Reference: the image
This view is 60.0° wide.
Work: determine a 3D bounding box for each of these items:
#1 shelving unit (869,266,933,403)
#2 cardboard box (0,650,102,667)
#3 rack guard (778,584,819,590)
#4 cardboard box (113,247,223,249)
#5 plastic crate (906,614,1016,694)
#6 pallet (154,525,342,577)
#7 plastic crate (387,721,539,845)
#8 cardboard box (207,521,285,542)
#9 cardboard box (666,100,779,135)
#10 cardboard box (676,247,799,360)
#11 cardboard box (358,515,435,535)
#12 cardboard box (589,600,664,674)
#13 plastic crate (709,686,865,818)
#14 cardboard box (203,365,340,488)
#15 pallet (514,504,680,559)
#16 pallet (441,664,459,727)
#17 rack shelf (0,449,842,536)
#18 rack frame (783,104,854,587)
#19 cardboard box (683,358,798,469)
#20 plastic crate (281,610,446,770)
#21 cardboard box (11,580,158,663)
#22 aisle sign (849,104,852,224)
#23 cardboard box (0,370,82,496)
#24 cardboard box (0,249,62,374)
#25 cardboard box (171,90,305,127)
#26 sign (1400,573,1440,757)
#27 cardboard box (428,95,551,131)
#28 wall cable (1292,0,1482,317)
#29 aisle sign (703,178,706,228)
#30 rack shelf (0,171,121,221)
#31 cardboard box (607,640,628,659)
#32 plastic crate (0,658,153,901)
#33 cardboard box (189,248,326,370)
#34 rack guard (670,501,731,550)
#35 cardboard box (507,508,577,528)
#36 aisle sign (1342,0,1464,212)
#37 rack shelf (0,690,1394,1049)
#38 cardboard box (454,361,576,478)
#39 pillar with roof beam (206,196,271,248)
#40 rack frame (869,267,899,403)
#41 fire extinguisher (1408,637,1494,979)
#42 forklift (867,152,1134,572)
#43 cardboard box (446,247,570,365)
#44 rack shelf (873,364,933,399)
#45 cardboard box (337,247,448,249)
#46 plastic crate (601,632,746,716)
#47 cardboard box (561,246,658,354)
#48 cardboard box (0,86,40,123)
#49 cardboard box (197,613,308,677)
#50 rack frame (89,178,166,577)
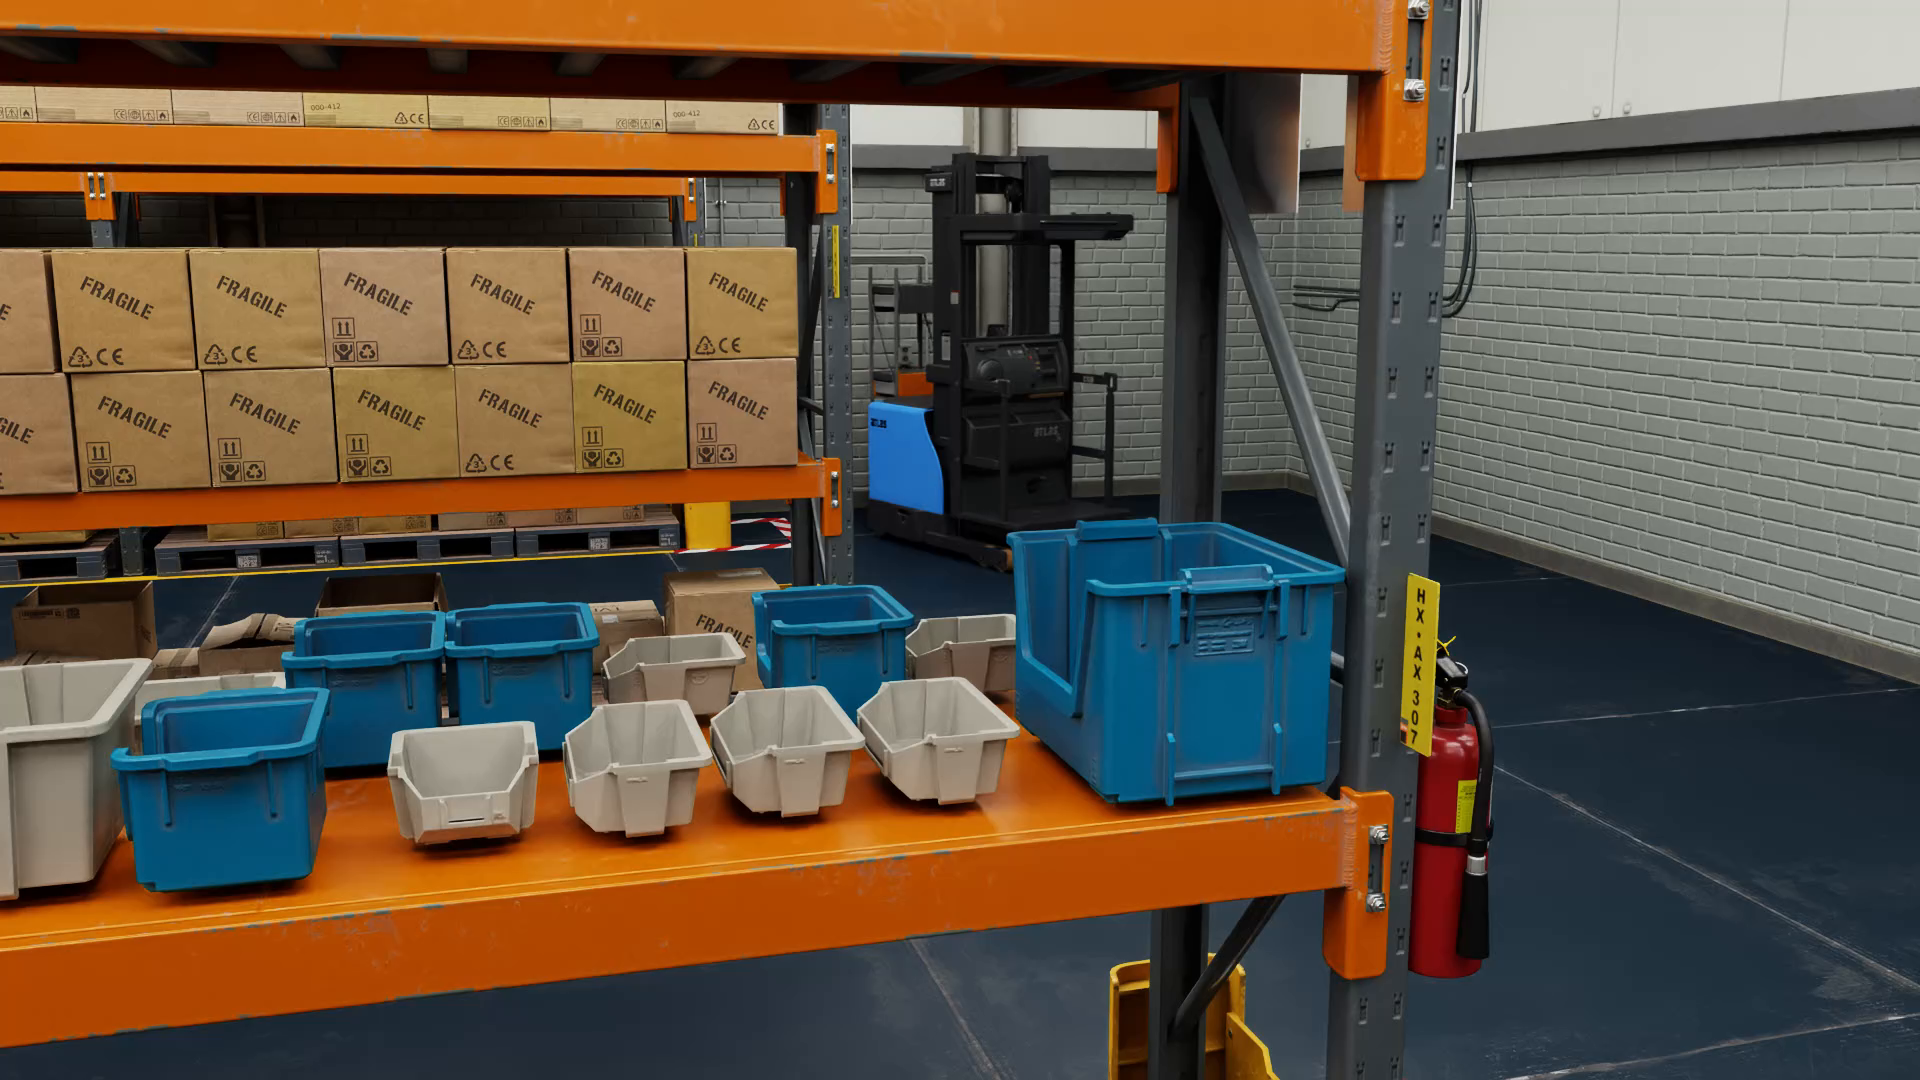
[{"bbox_3d":[-0.418,-1.171,13.610,0.503,2.100,0.431,-8,13,-36],"label":"shelving unit"},{"bbox_3d":[-4.081,0.678,7.287,0.500,0.311,0.500,-3,11,-16],"label":"cardboard box"},{"bbox_3d":[-0.777,0.587,8.478,0.348,0.500,1.175,-3,11,-16],"label":"rack guard"},{"bbox_3d":[-3.640,-1.082,7.600,0.500,0.500,0.500,-3,11,-17],"label":"cardboard box"},{"bbox_3d":[0.017,0.272,3.845,0.298,0.136,0.250,-3,11,-16],"label":"plastic crate"},{"bbox_3d":[-5.180,0.042,12.237,1.213,0.211,1.003,-3,11,-16],"label":"pallet"},{"bbox_3d":[-0.877,0.437,2.953,0.250,0.136,0.298,-3,11,-16],"label":"plastic crate"},{"bbox_3d":[-5.186,-0.302,12.146,0.500,0.500,0.700,-3,11,-15],"label":"cardboard box"},{"bbox_3d":[-1.123,-1.976,7.624,0.500,0.250,0.500,-3,11,-16],"label":"cardboard box"},{"bbox_3d":[-1.054,-1.117,7.791,0.500,0.500,0.500,-3,11,-16],"label":"cardboard box"},{"bbox_3d":[-4.209,-0.352,12.420,0.500,0.500,0.700,-3,11,-15],"label":"cardboard box"},{"bbox_3d":[-1.785,0.493,8.462,0.500,0.250,0.500,-3,11,-16],"label":"cardboard box"},{"bbox_3d":[-0.337,0.400,3.151,0.243,0.136,0.396,-3,11,-16],"label":"plastic crate"},{"bbox_3d":[-3.007,-0.523,7.326,0.500,0.500,0.500,-3,11,-16],"label":"cardboard box"},{"bbox_3d":[-2.838,-0.082,12.908,1.213,0.211,1.003,-3,11,-16],"label":"pallet"},{"bbox_3d":[-2.711,0.831,7.952,1.213,0.211,1.003,-3,11,-16],"label":"pallet"},{"bbox_3d":[-2.624,-0.191,7.788,4.000,0.370,1.077,-3,11,-16],"label":"rack shelf"},{"bbox_3d":[-0.704,-0.646,8.272,0.127,3.000,1.000,-3,11,-16],"label":"rack frame"},{"bbox_3d":[-1.058,-0.625,7.883,0.500,0.500,0.500,-3,11,-14],"label":"cardboard box"},{"bbox_3d":[-1.204,0.305,3.402,0.300,0.233,0.416,-3,11,-16],"label":"plastic crate"},{"bbox_3d":[-4.076,0.491,7.784,0.500,0.500,0.500,-3,11,-16],"label":"cardboard box"},{"bbox_3d":[-0.552,-1.875,7.766,0.004,0.787,0.394,-3,11,-16],"label":"aisle sign"},{"bbox_3d":[-3.979,-0.471,7.046,0.500,0.500,0.500,-3,11,-14],"label":"cardboard box"},{"bbox_3d":[-4.013,-0.960,6.937,0.500,0.500,0.500,-3,11,-14],"label":"cardboard box"},{"bbox_3d":[-3.046,-1.877,7.084,0.500,0.250,0.500,-3,11,-16],"label":"cardboard box"},{"bbox_3d":[0.847,0.230,3.064,0.005,0.325,0.100,-3,11,-16],"label":"sign"},{"bbox_3d":[-2.083,-1.925,7.347,0.500,0.250,0.500,-3,11,-16],"label":"cardboard box"},{"bbox_3d":[3.439,-3.155,13.904,0.112,2.526,3.097,-3,11,-16],"label":"wall cable"},{"bbox_3d":[-1.939,-2.737,12.450,0.004,0.787,0.394,-3,11,-16],"label":"aisle sign"},{"bbox_3d":[-7.853,-2.325,11.093,4.000,0.370,1.077,-3,11,-16],"label":"rack shelf"},{"bbox_3d":[-1.571,0.606,8.081,0.250,0.166,0.380,-3,11,-16],"label":"cardboard box"},{"bbox_3d":[-1.646,0.401,2.745,0.530,0.282,0.437,-3,11,-16],"label":"plastic crate"},{"bbox_3d":[-3.024,-1.012,7.220,0.500,0.500,0.500,-3,11,-18],"label":"cardboard box"},{"bbox_3d":[-2.069,-0.279,13.182,0.348,0.500,1.175,-3,11,-16],"label":"rack guard"},{"bbox_3d":[-3.216,-0.406,12.713,0.500,0.500,0.700,-3,11,-16],"label":"cardboard box"},{"bbox_3d":[0.828,-1.016,3.102,0.004,0.787,0.394,-3,11,-16],"label":"aisle sign"},{"bbox_3d":[-1.243,0.670,3.109,4.000,0.370,1.077,-3,11,-16],"label":"rack shelf"},{"bbox_3d":[-2.035,-0.574,7.605,0.500,0.500,0.500,-3,11,-15],"label":"cardboard box"},{"bbox_3d":[-4.299,-3.693,8.250,0.400,9.000,9.100,-3,11,-16],"label":"pillar with roof beam"},{"bbox_3d":[-0.613,-1.145,13.466,0.015,2.100,0.400,-8,13,-36],"label":"rack frame"},{"bbox_3d":[0.949,0.508,3.247,0.183,0.674,0.296,-3,11,-16],"label":"fire extinguisher"},{"bbox_3d":[0.549,-1.313,12.083,1.130,2.935,3.031,-8,13,-36],"label":"forklift"},{"bbox_3d":[-2.035,-1.064,7.504,0.500,0.500,0.500,-3,11,-14],"label":"cardboard box"},{"bbox_3d":[-0.418,-1.158,13.612,0.480,0.518,0.431,-8,13,-36],"label":"rack shelf"},{"bbox_3d":[-2.672,-1.132,7.875,0.500,0.500,0.500,-3,11,-16],"label":"cardboard box"},{"bbox_3d":[-0.634,0.307,3.659,0.298,0.136,0.250,-3,11,-16],"label":"plastic crate"},{"bbox_3d":[-1.703,-1.183,8.149,0.500,0.500,0.500,-3,11,-15],"label":"cardboard box"},{"bbox_3d":[-4.008,-1.827,6.815,0.500,0.250,0.500,-3,11,-16],"label":"cardboard box"},{"bbox_3d":[-3.356,0.546,8.007,0.500,0.311,0.500,-3,11,-16],"label":"cardboard box"},{"bbox_3d":[-5.932,-1.305,11.849,0.127,3.000,1.000,-3,11,-16],"label":"rack frame"}]
